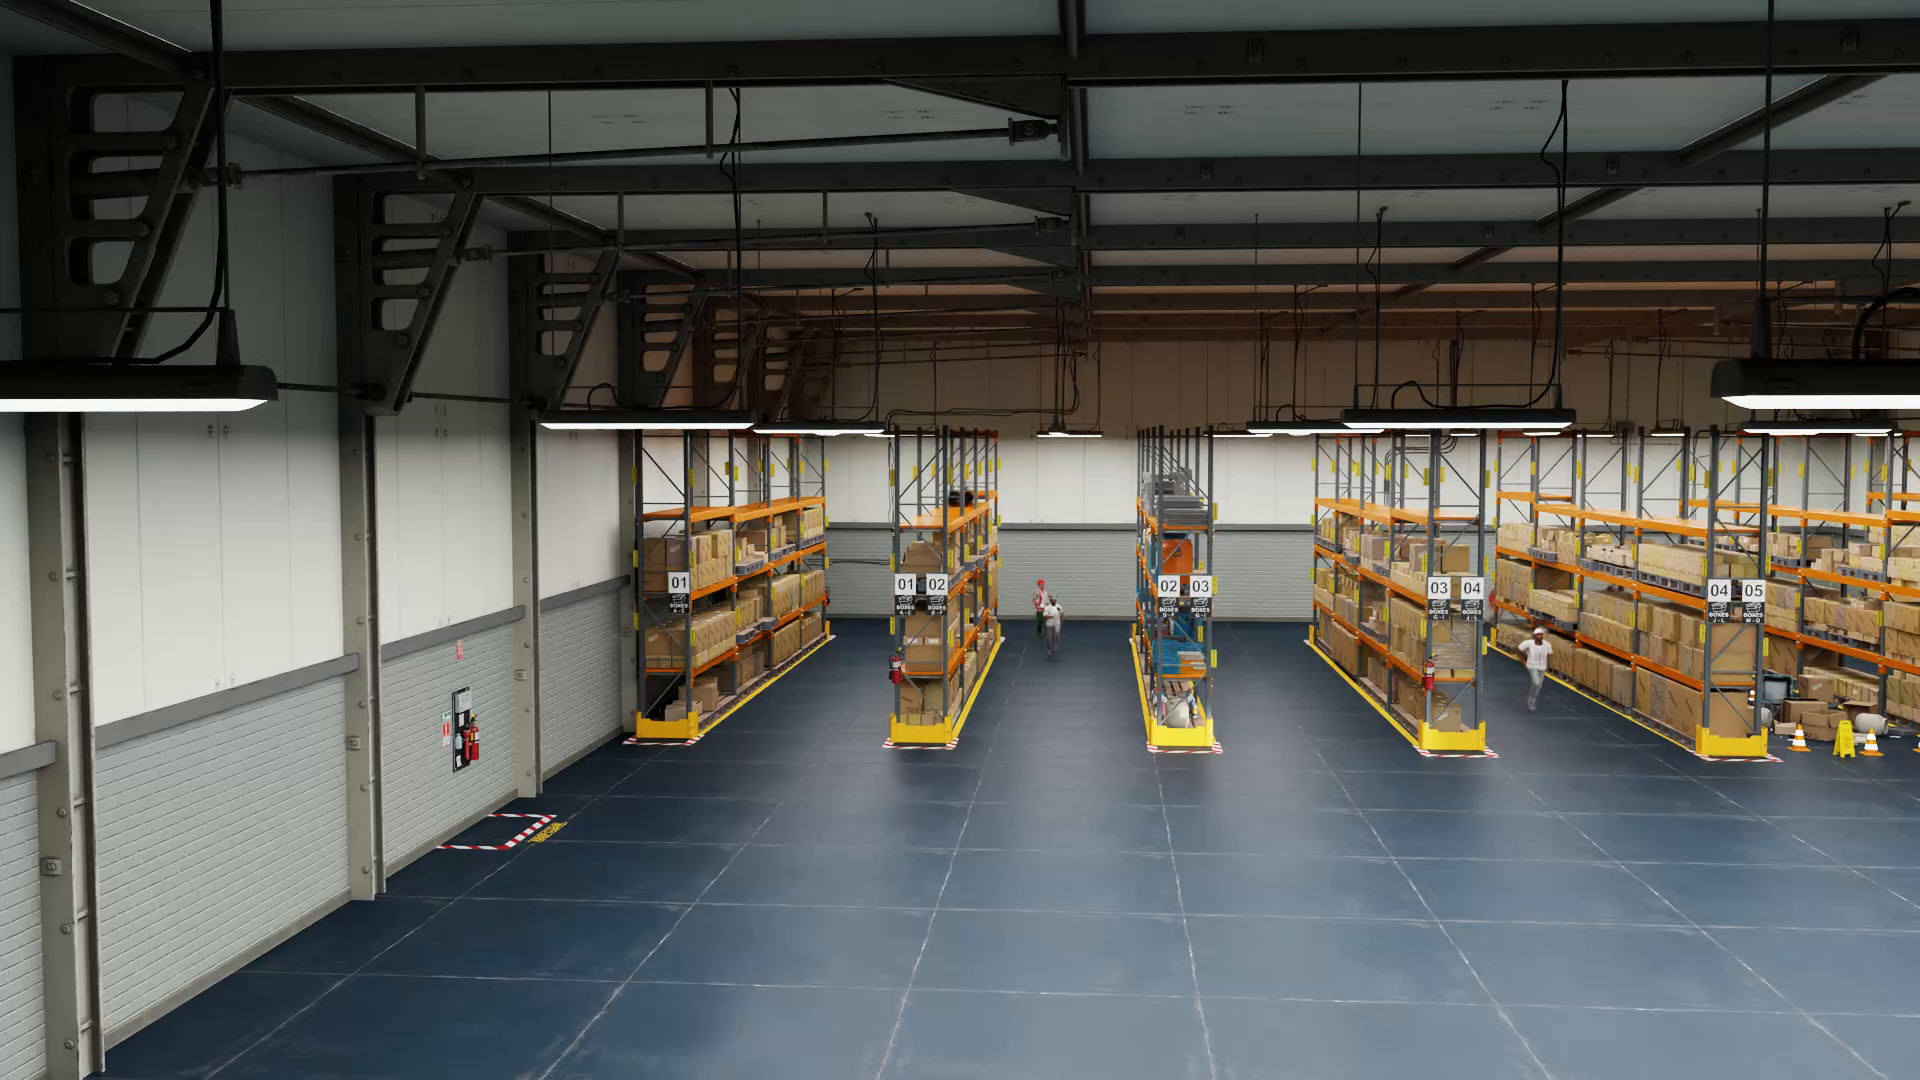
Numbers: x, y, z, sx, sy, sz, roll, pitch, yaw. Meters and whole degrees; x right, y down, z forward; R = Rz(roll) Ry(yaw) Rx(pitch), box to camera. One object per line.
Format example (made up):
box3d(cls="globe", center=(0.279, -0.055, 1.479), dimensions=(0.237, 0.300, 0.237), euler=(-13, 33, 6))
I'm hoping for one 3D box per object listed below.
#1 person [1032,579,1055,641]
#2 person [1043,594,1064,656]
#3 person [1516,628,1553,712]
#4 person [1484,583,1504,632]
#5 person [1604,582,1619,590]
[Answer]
box3d(cls="person", center=(2.310, 2.004, 47.516), dimensions=(0.710, 1.783, 0.859), euler=(-2, 4, -32))
box3d(cls="person", center=(2.441, 2.231, 43.371), dimensions=(0.575, 1.648, 0.938), euler=(0, 3, -1))
box3d(cls="person", center=(12.203, 2.737, 35.193), dimensions=(0.680, 1.771, 0.758), euler=(0, 3, -8))
box3d(cls="person", center=(15.412, 1.997, 47.915), dimensions=(0.591, 1.675, 0.656), euler=(-2, 4, -26))
box3d(cls="person", center=(18.477, 1.995, 47.350), dimensions=(0.776, 1.826, 0.685), euler=(0, 3, -6))
